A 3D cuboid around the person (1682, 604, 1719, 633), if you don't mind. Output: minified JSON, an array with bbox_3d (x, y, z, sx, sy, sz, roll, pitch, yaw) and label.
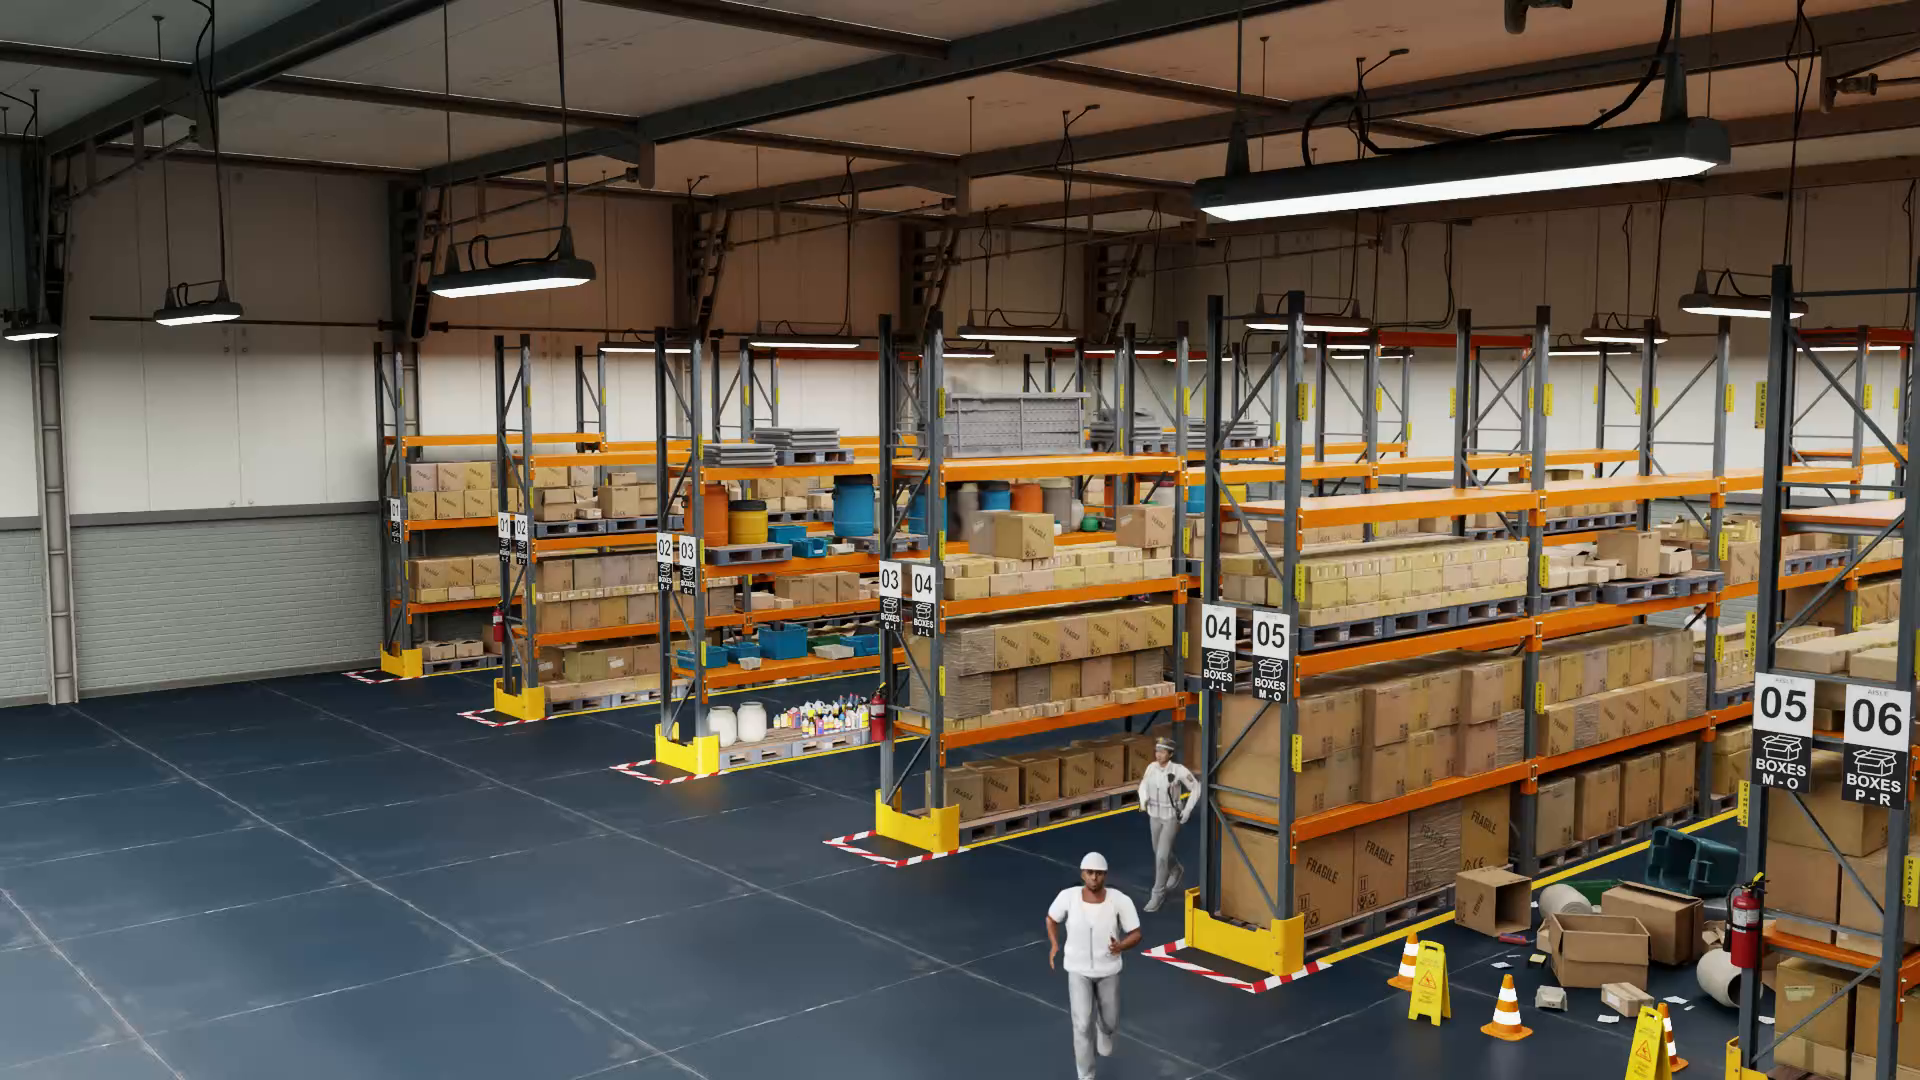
[{"bbox_3d":[12.293,1.832,27.634,0.615,1.662,0.669,3,6,30],"label":"person"}]

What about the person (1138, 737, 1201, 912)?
[{"bbox_3d":[2.086,2.808,16.710,0.638,1.710,0.818,4,7,40],"label":"person"}]

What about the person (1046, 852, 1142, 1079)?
[{"bbox_3d":[0.984,3.172,12.303,0.713,1.746,0.920,0,5,5],"label":"person"}]
